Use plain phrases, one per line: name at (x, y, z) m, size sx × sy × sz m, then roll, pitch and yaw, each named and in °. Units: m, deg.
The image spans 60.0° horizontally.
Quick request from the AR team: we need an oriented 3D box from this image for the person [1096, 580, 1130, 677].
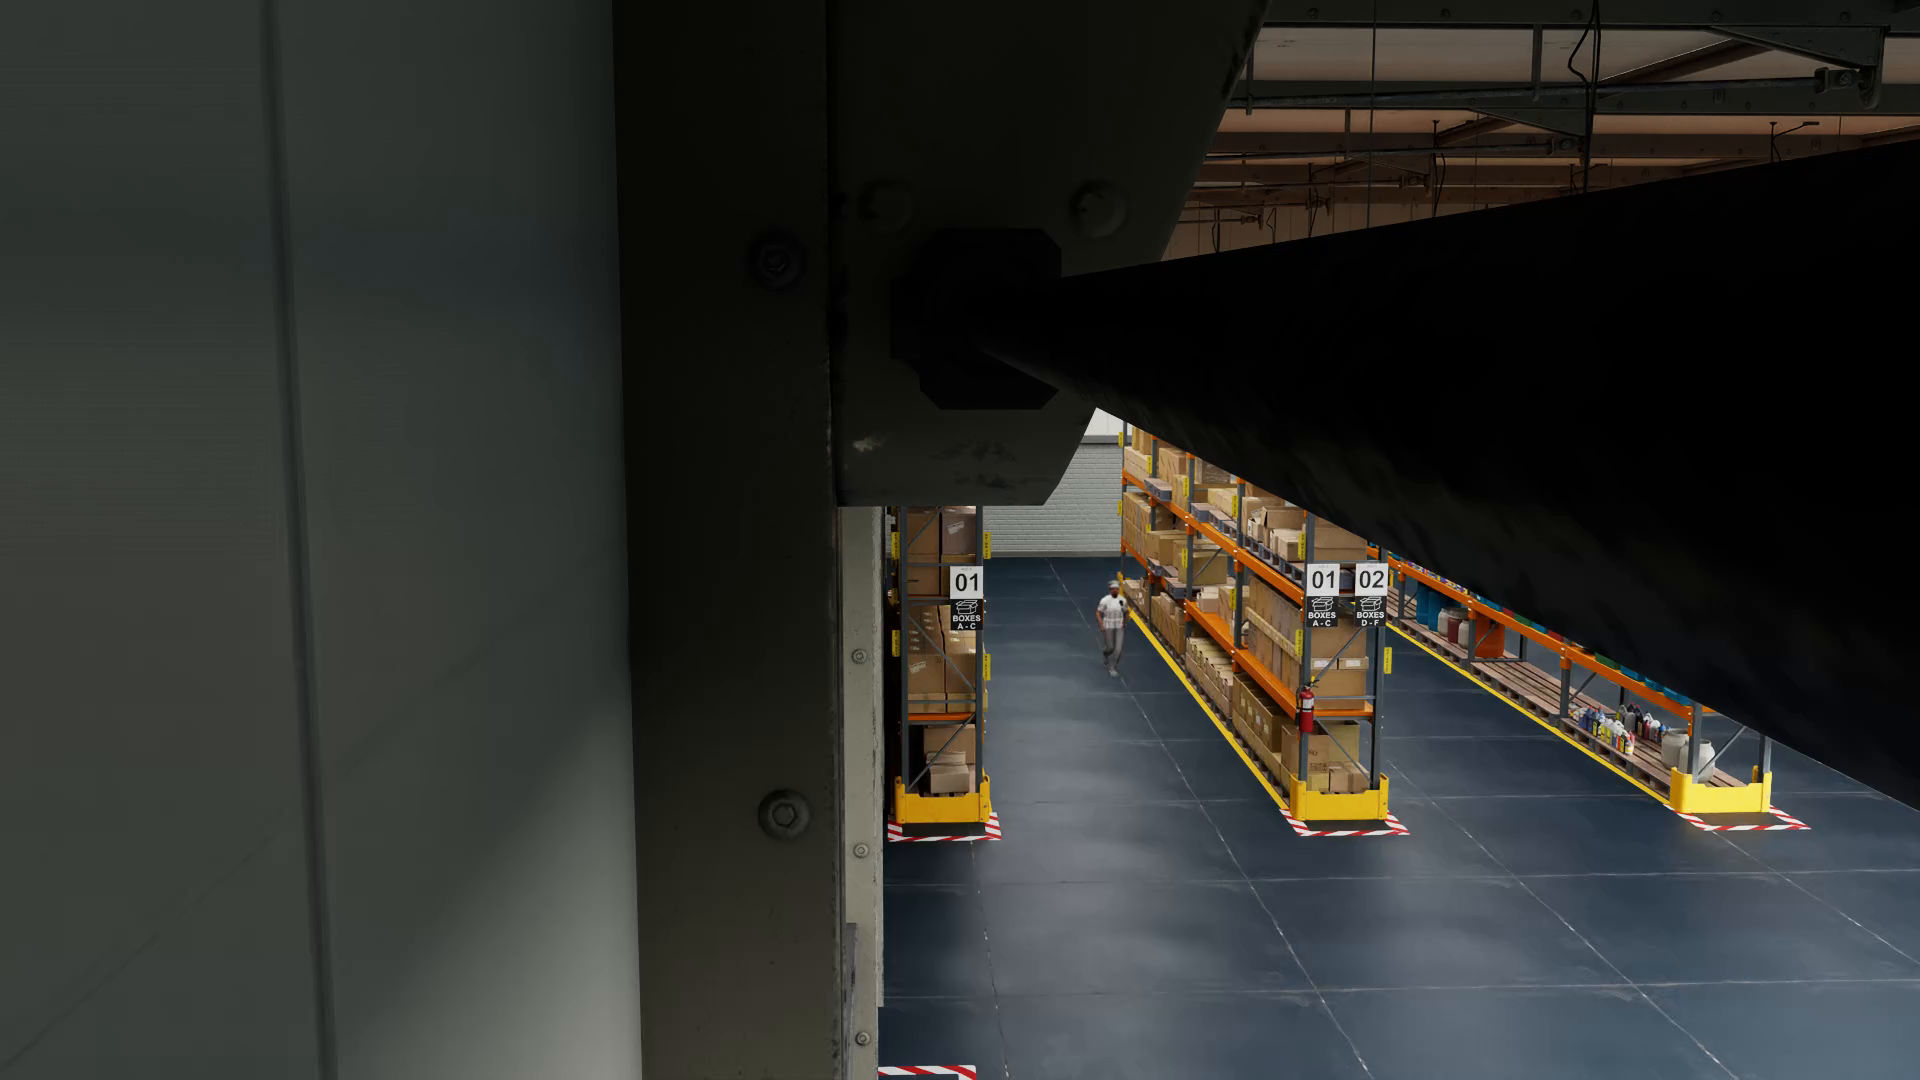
person at (2.651, 1.506, 28.659) m, size 0.583 × 1.662 × 0.536 m, roll -1°, pitch 8°, yaw -5°
